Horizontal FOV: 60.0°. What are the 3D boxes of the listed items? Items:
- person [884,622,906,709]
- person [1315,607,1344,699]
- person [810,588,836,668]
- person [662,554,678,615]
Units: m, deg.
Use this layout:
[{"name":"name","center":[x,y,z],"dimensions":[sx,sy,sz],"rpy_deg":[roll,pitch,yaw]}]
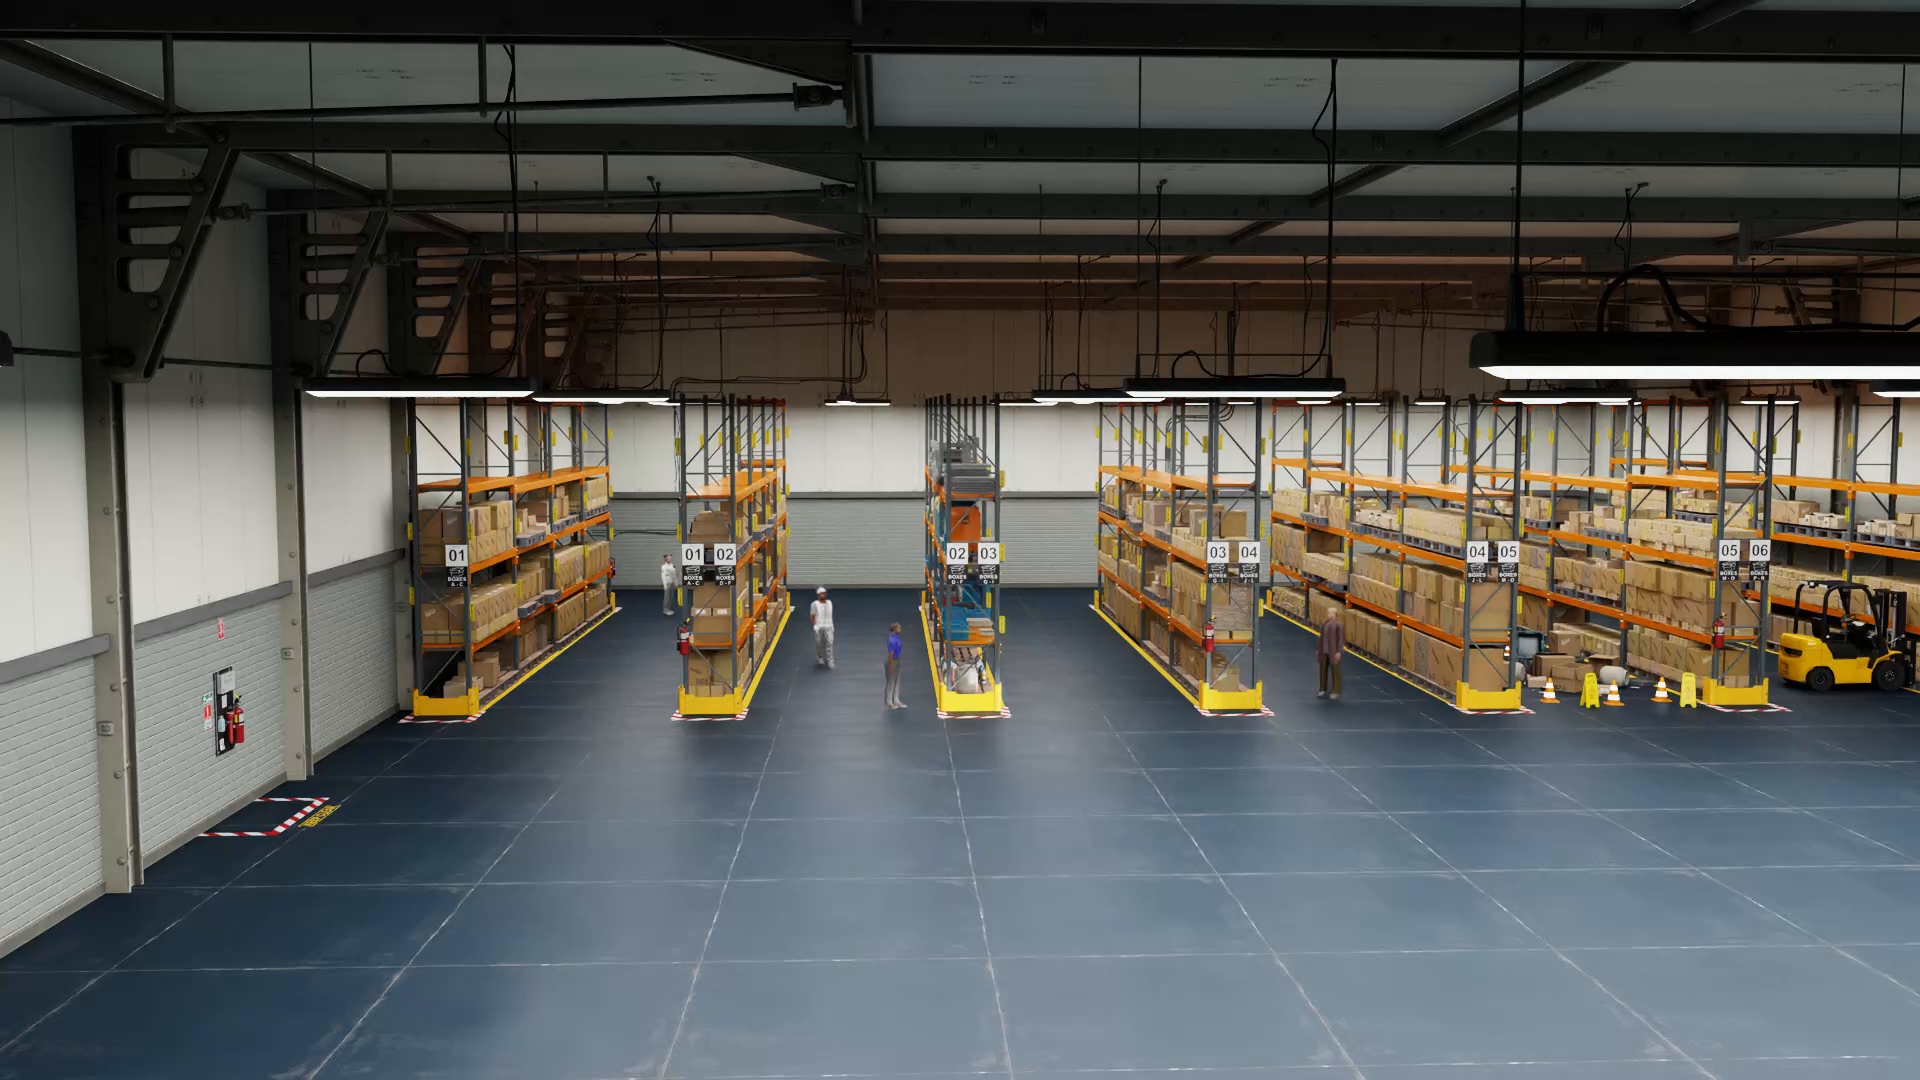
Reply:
[{"name":"person","center":[-1.246,2.379,31.649],"dimensions":[0.398,1.667,0.476],"rpy_deg":[1,5,8]},{"name":"person","center":[7.307,2.228,32.914],"dimensions":[0.618,1.787,0.435],"rpy_deg":[4,6,43]},{"name":"person","center":[-3.027,1.925,36.783],"dimensions":[0.564,1.722,1.010],"rpy_deg":[-1,5,-10]},{"name":"person","center":[-8.111,1.229,46.383],"dimensions":[0.423,1.702,0.528],"rpy_deg":[2,5,20]}]
